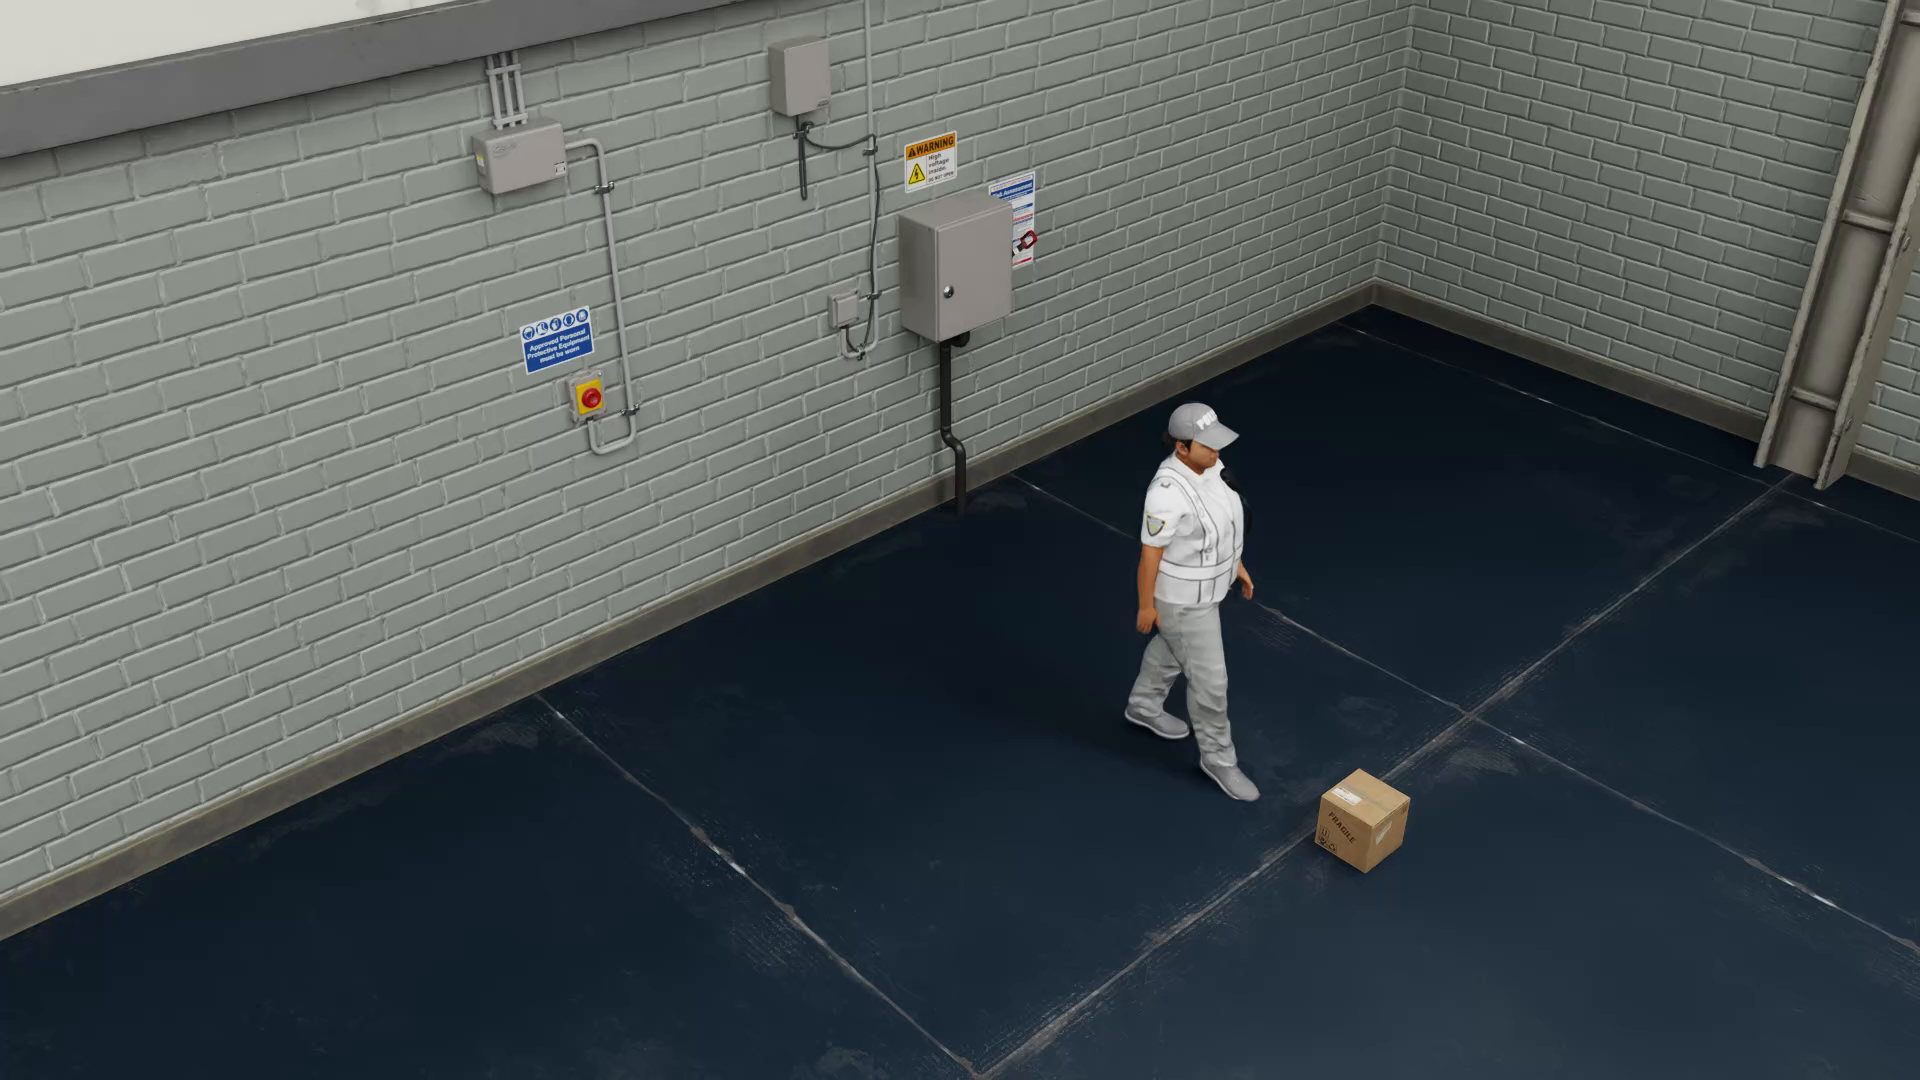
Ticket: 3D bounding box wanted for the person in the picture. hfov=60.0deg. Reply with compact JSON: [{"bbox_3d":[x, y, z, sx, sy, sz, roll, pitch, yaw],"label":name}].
[{"bbox_3d":[1.016,0.229,6.783,0.702,1.700,0.498,16,35,24],"label":"person"}]
